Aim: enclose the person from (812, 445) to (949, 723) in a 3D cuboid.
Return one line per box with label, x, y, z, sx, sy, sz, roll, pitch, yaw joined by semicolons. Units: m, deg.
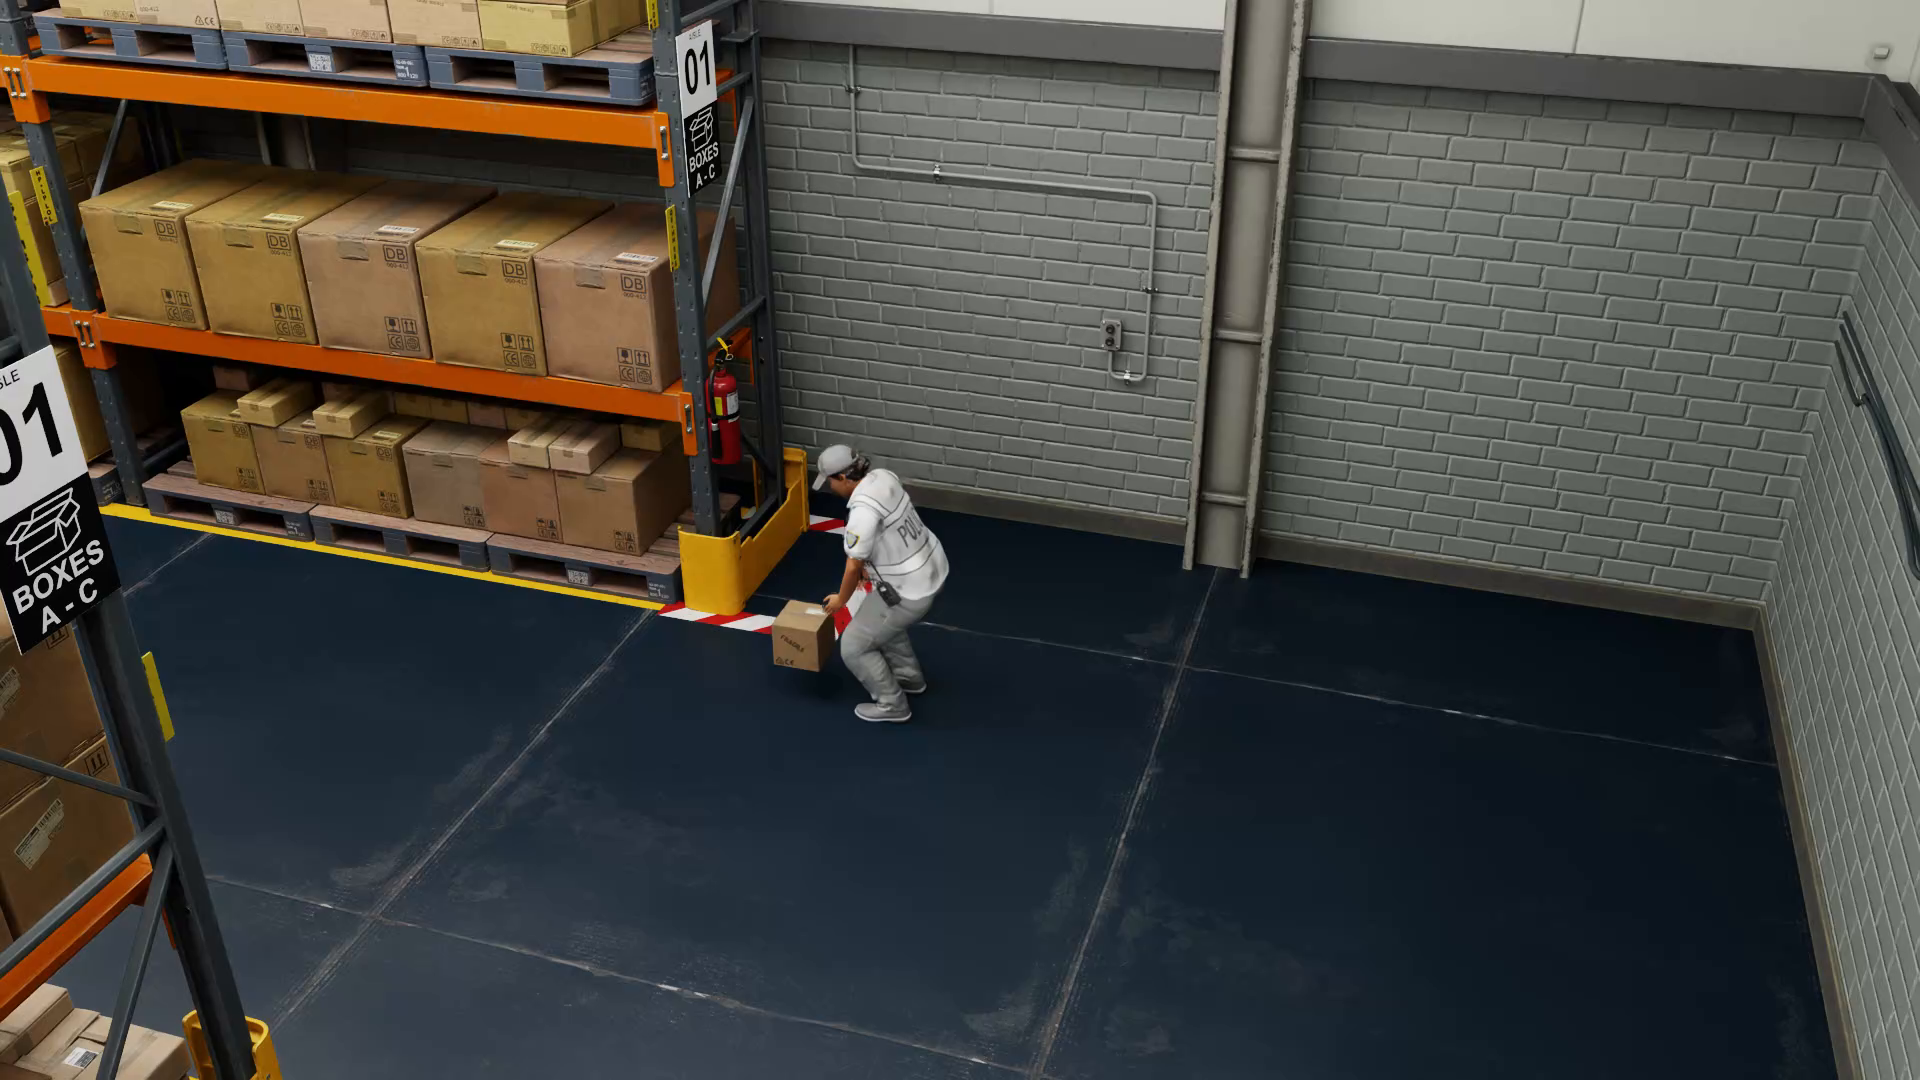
person;-0.400;0.222;8.306;0.652;1.480;0.528;9;31;15
